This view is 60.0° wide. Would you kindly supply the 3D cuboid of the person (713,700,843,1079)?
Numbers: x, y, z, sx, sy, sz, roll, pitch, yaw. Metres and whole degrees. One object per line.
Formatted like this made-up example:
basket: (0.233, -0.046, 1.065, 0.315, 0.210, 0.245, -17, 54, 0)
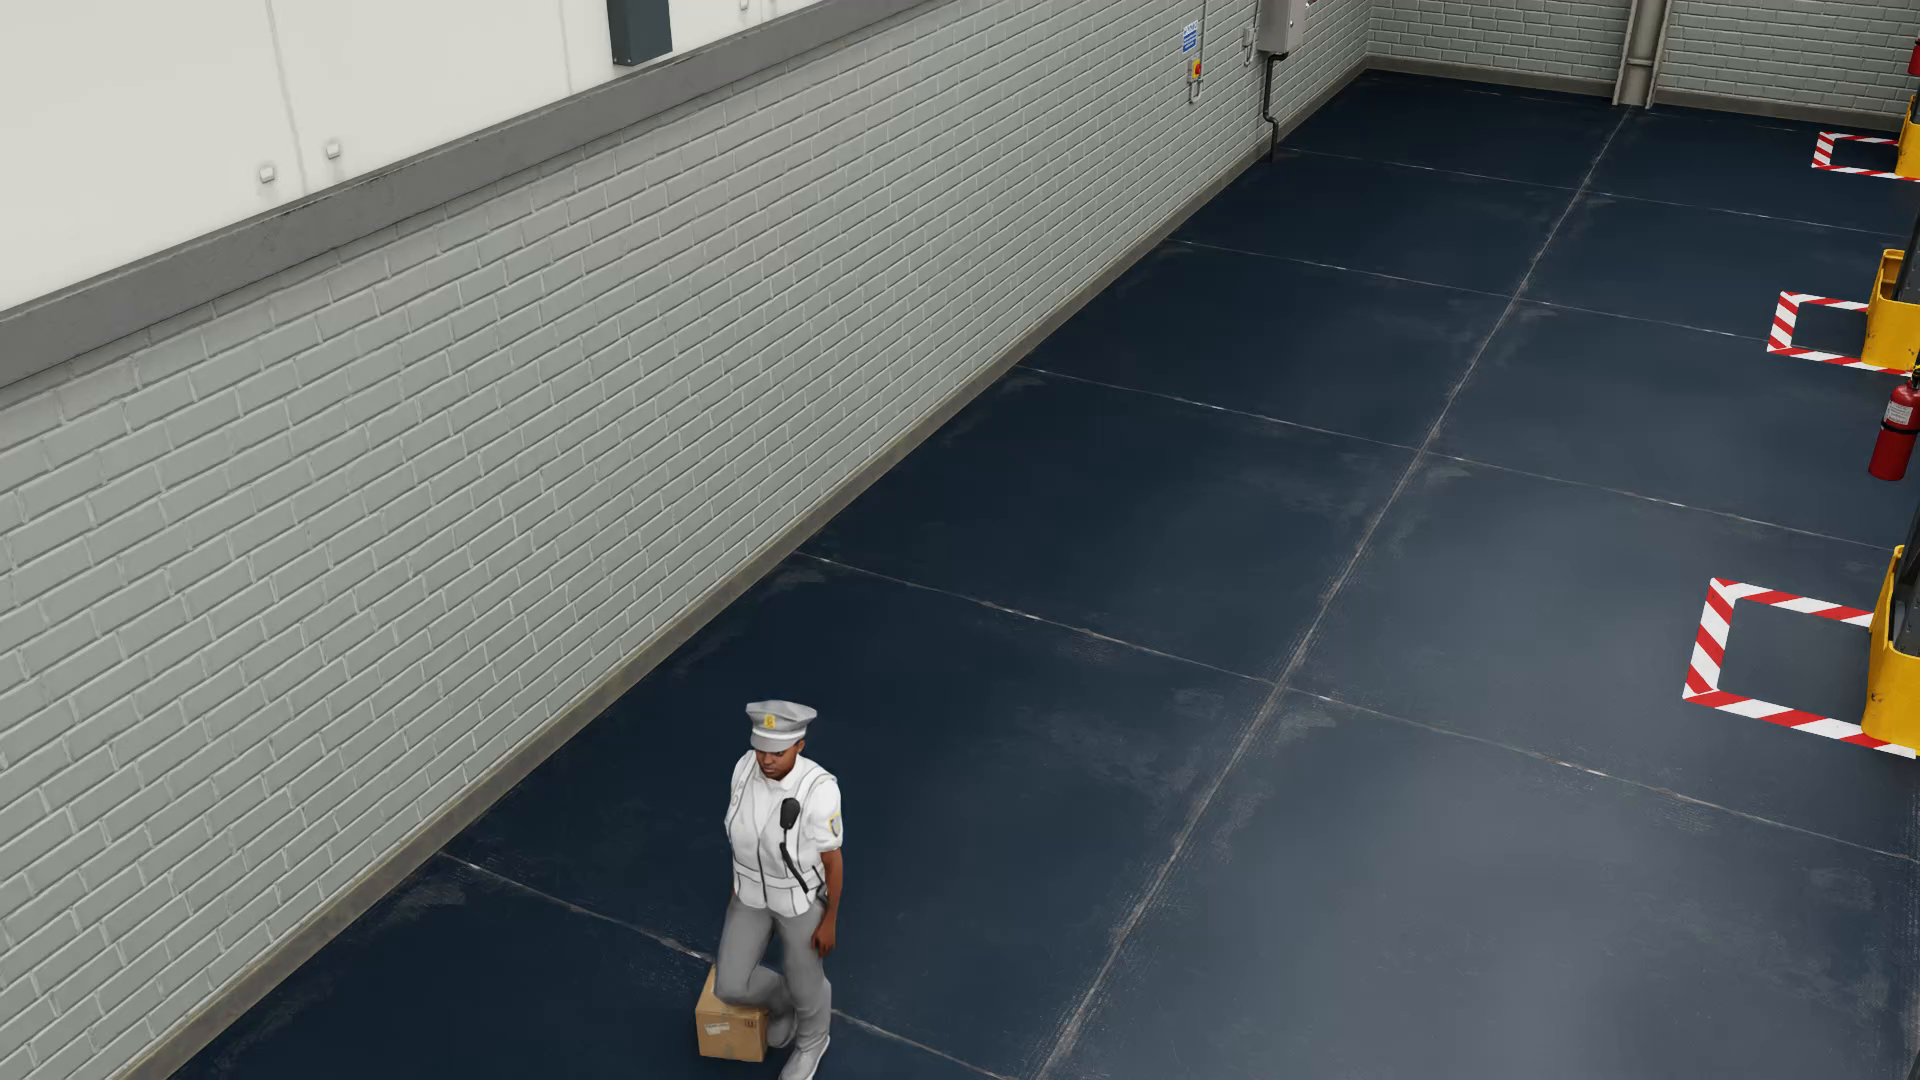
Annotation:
person: (-0.652, 1.300, 5.973, 0.482, 1.693, 0.438, 13, 33, 21)
